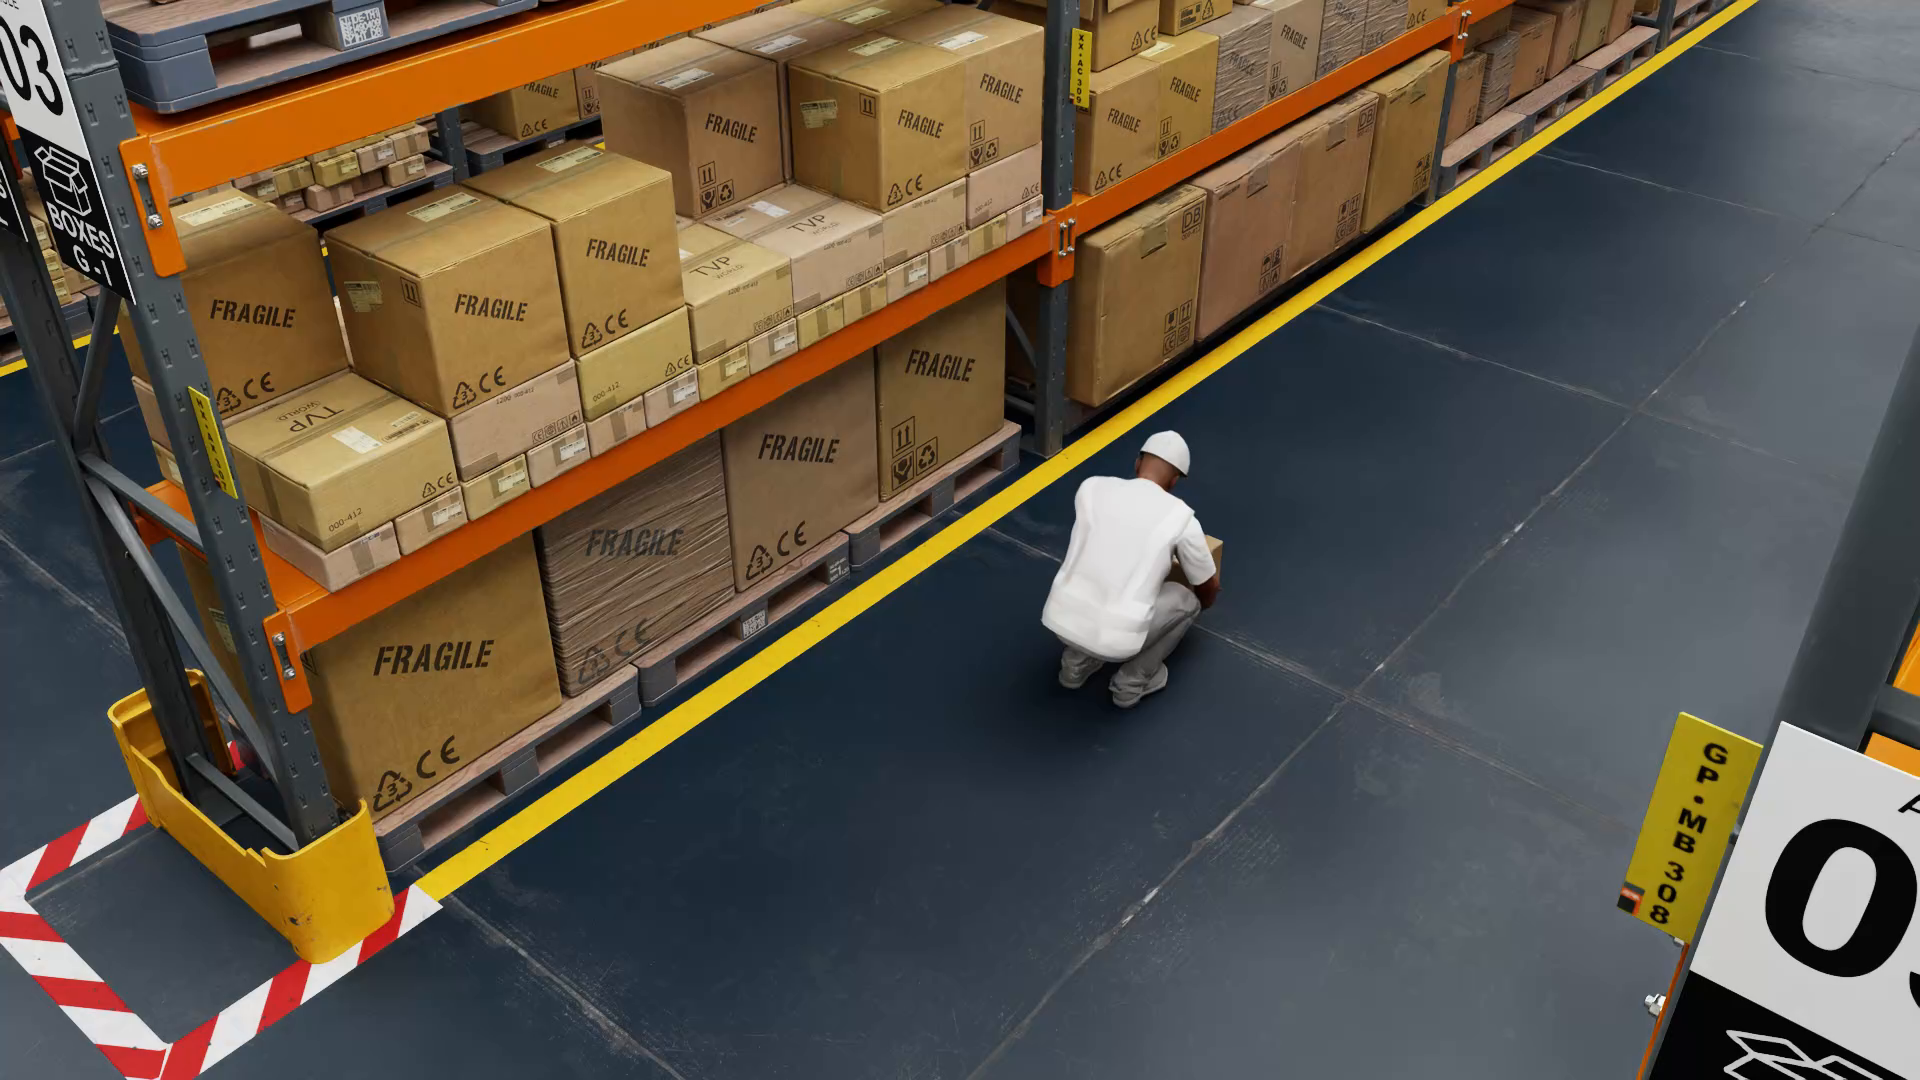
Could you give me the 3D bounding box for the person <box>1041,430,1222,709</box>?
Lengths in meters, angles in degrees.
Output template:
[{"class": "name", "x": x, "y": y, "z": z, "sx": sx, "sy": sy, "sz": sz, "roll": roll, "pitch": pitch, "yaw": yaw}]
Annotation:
[{"class": "person", "x": 0.685, "y": 0.116, "z": 6.636, "sx": 0.589, "sy": 0.999, "sz": 0.878, "roll": 26, "pitch": 42, "yaw": 32}]
